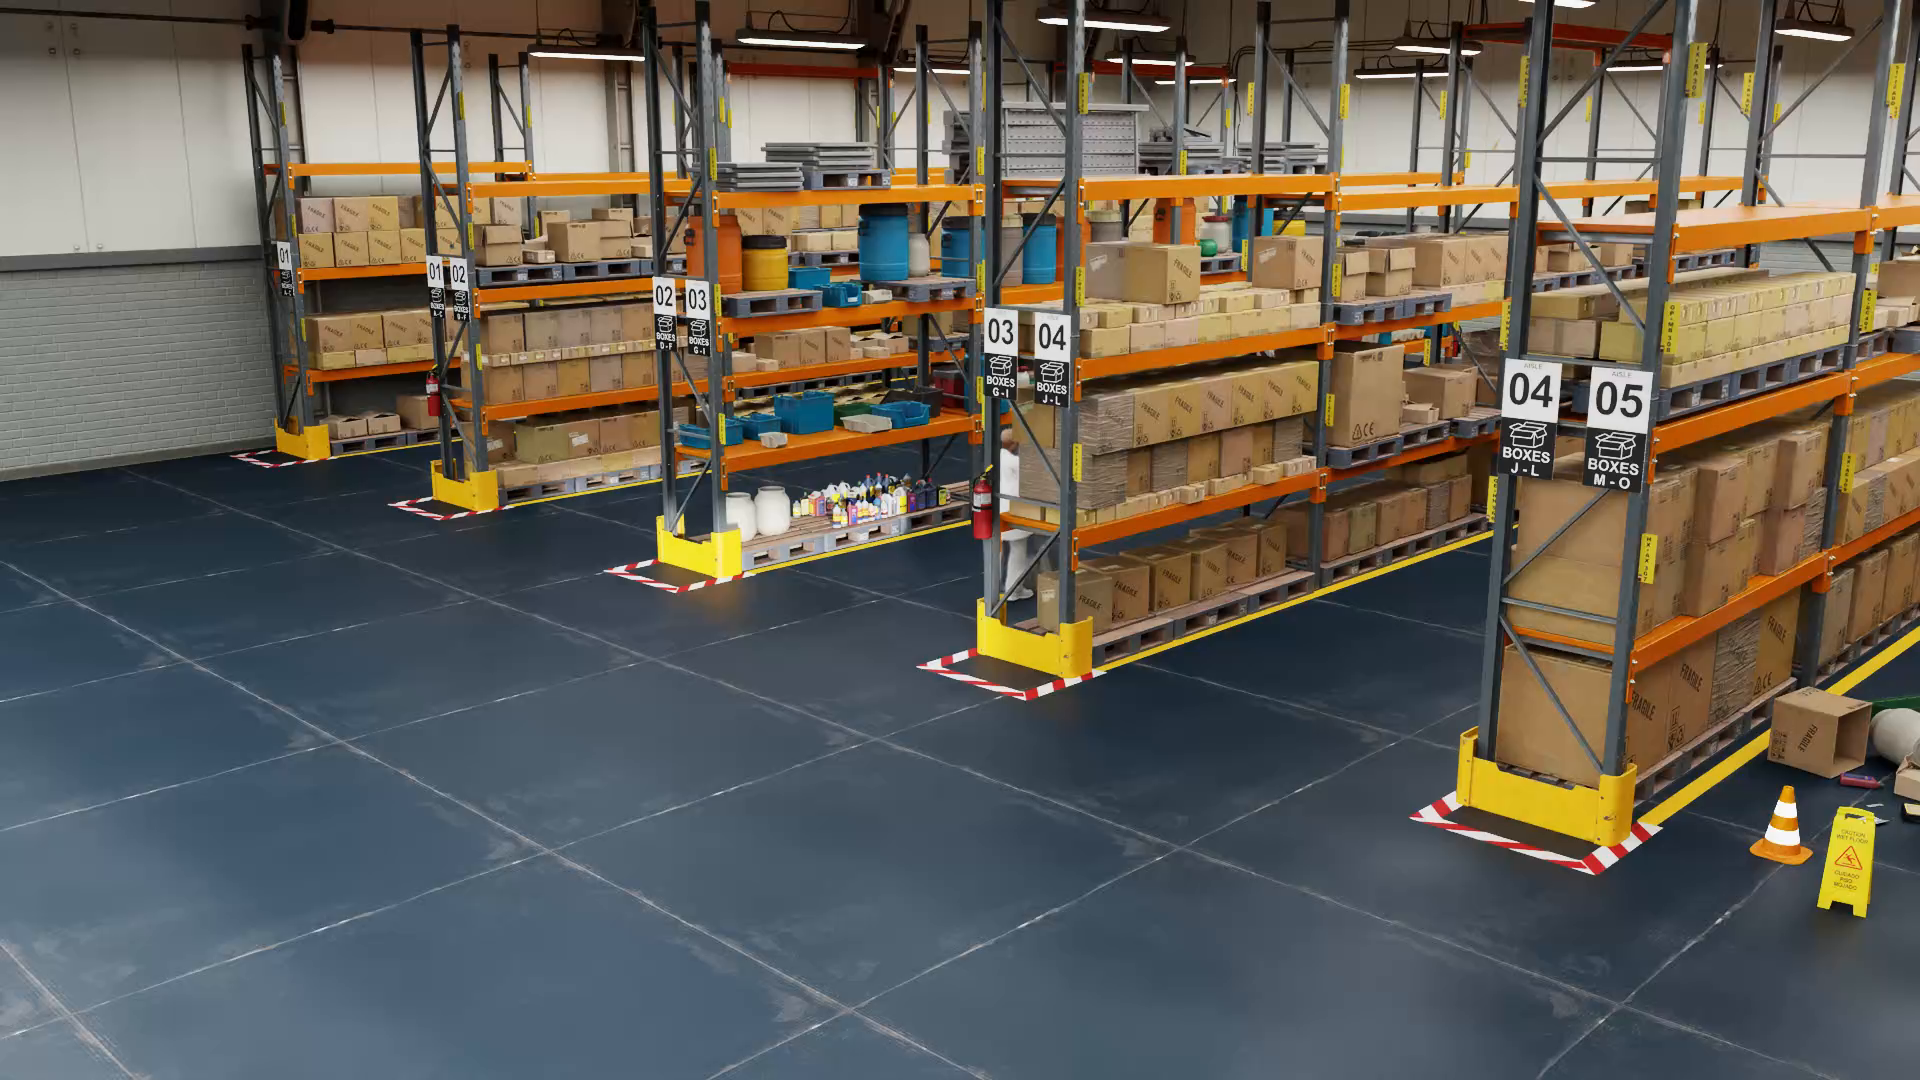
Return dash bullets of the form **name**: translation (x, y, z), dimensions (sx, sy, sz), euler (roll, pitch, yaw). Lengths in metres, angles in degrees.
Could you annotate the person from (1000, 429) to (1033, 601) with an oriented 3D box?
- **person**: translation (0.546, -0.279, 17.198), dimensions (0.524, 1.780, 0.569), euler (12, 18, 42)
